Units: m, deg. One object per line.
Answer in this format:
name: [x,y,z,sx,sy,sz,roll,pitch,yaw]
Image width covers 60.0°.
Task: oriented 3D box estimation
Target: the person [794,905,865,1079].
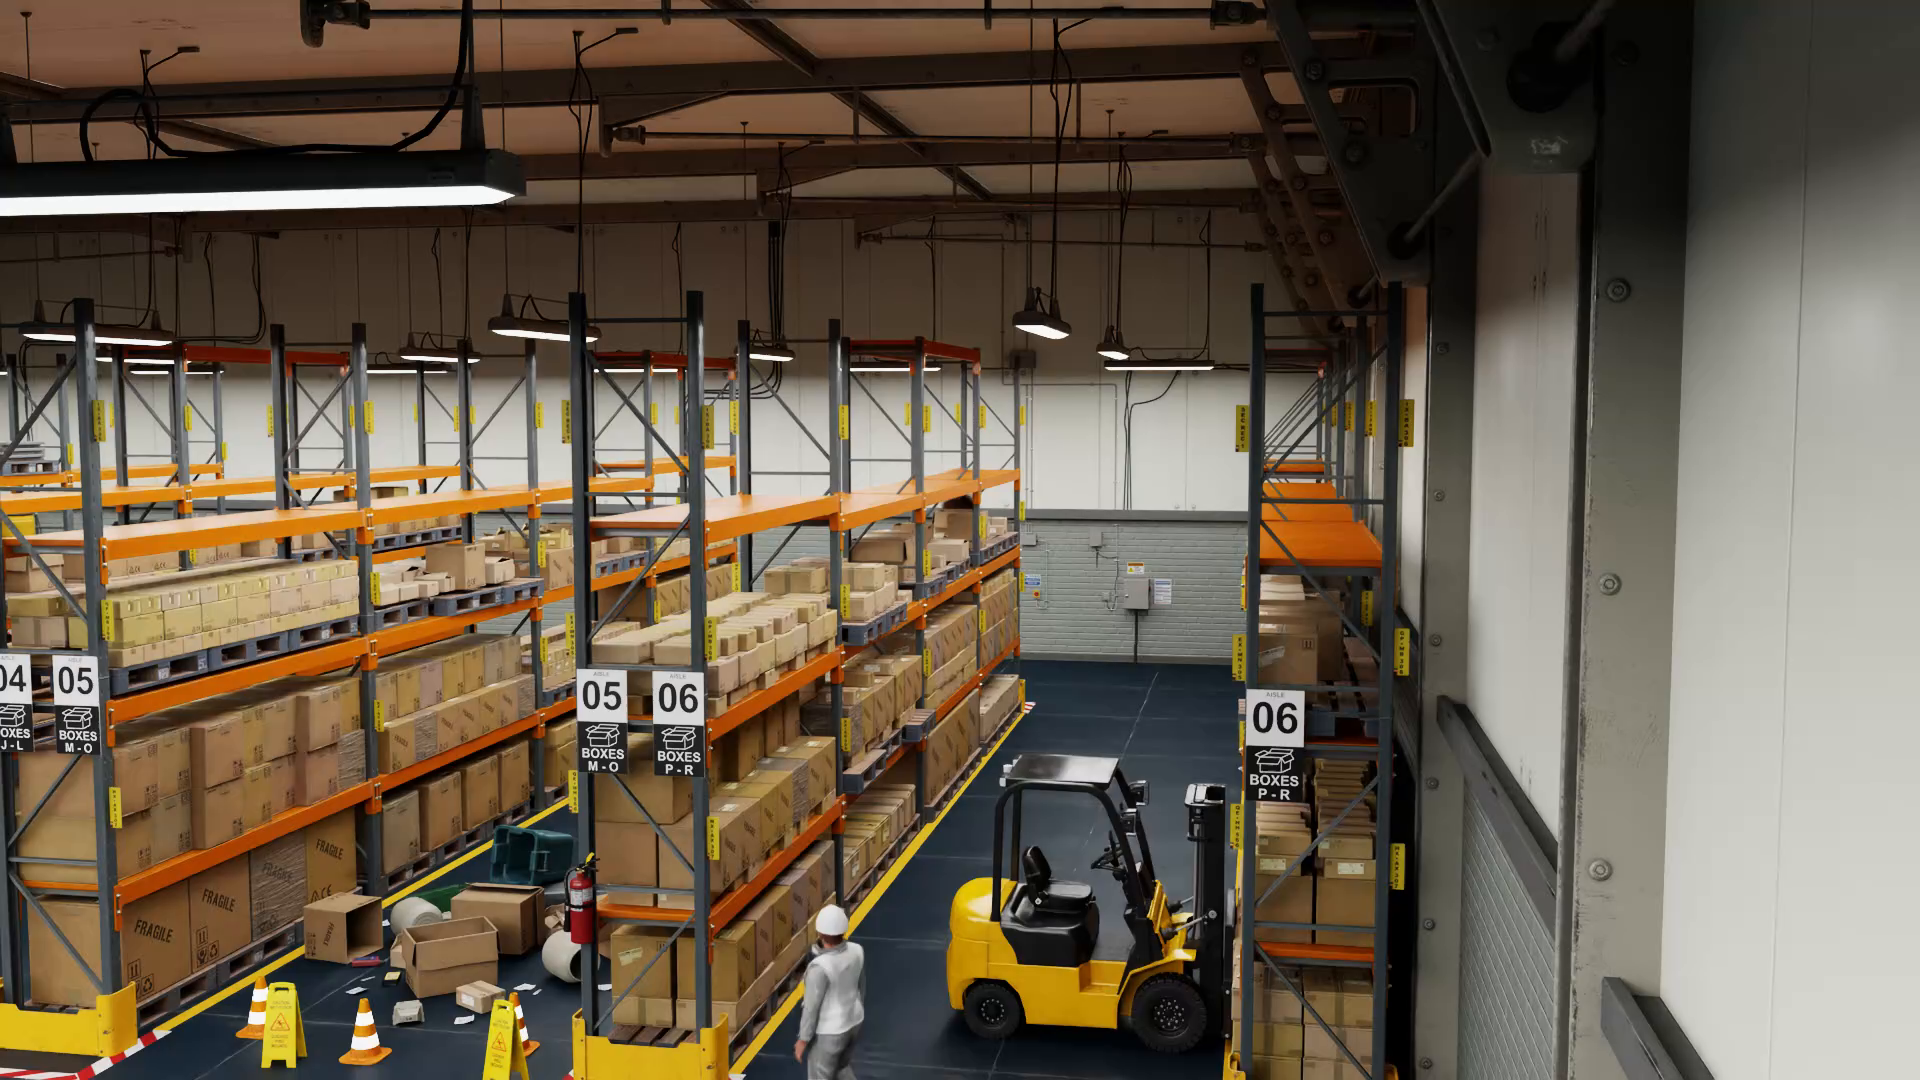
person: [-0.877,3.353,11.435,0.497,1.767,0.632,2,5,28]
